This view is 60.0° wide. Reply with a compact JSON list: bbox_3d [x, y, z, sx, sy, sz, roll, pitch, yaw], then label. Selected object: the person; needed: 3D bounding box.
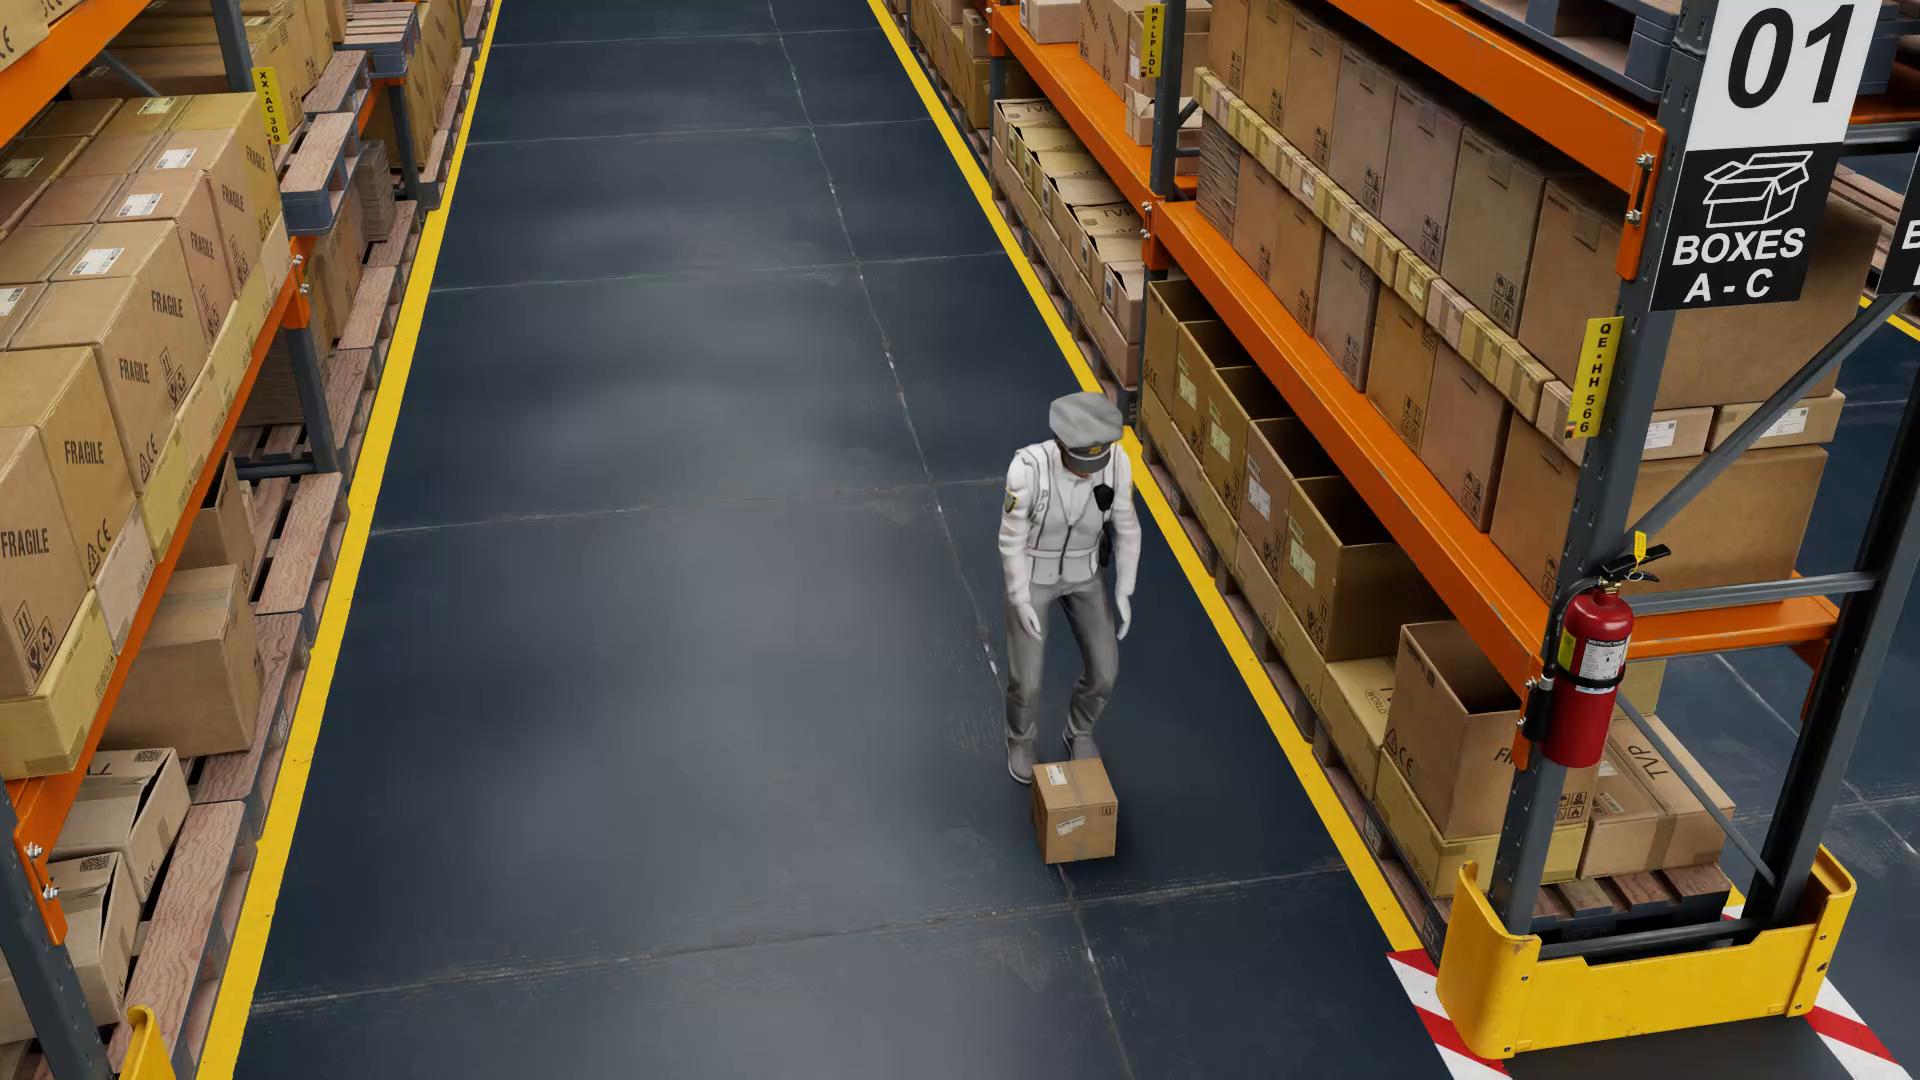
[{"bbox_3d":[0.387,0.171,5.945,0.516,1.576,0.526,-5,31,-8],"label":"person"}]
